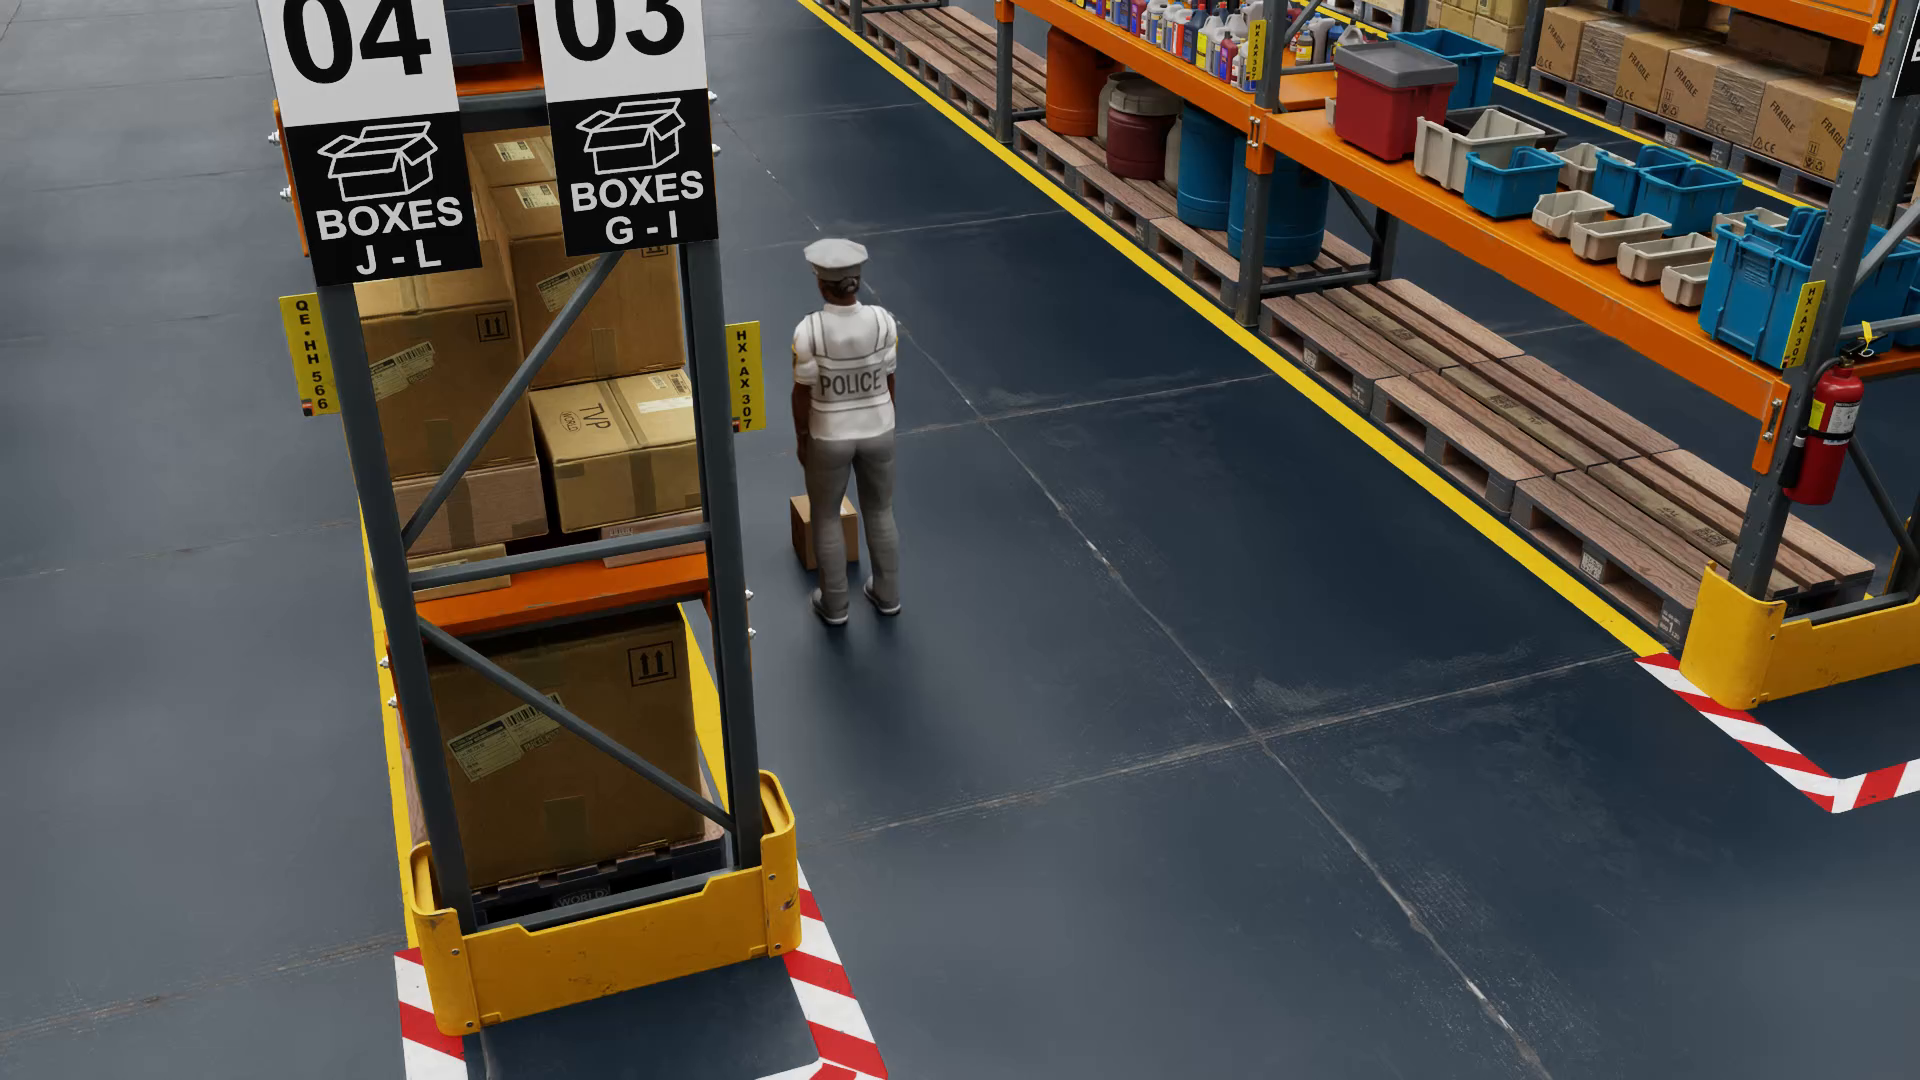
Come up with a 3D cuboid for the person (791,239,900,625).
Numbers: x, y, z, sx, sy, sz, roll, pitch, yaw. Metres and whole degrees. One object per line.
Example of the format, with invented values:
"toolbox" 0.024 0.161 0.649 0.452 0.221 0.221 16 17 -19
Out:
"person" -0.475 -0.422 6.871 0.438 1.659 0.340 -10 31 -17
